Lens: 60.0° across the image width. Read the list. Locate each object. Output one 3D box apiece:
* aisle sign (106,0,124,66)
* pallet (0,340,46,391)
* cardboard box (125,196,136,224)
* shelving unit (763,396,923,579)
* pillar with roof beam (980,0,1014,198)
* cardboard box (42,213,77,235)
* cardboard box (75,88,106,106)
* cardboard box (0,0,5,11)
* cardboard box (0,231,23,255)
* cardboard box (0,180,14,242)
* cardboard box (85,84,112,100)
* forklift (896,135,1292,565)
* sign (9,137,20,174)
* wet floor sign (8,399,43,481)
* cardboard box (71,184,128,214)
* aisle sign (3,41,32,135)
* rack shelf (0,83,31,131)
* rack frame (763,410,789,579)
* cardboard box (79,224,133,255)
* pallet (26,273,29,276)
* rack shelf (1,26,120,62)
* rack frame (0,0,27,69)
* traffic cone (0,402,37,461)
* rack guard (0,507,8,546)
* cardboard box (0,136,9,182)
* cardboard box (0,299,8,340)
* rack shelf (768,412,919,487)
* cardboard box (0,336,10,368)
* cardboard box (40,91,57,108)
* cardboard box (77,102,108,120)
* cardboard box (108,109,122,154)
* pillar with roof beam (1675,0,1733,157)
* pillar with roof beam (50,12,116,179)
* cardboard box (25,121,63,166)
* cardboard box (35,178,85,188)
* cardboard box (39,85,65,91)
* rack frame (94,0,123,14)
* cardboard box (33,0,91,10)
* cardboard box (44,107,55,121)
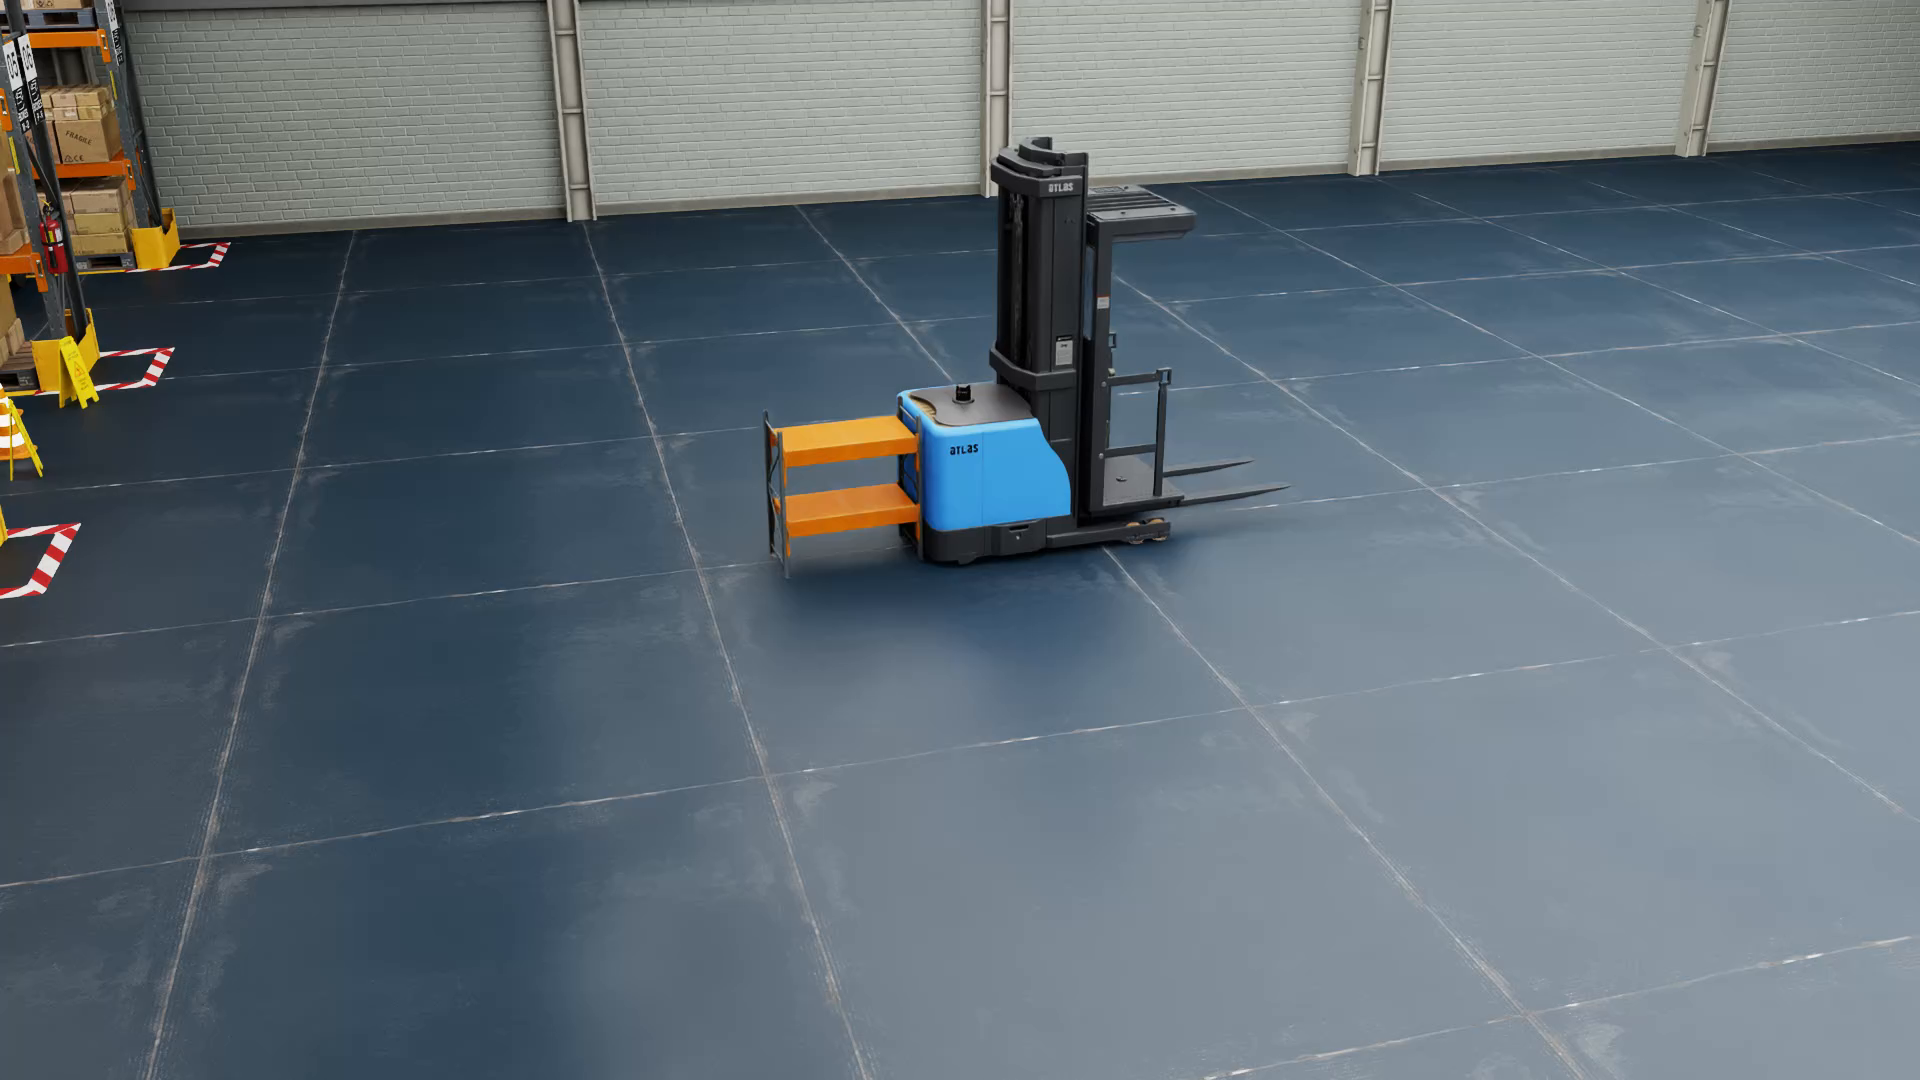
[{"bbox_3d":[-9.971,-6.022,19.613,0.004,0.787,0.394,-6,24,-14],"label":"aisle sign"},{"bbox_3d":[-9.634,-1.685,16.339,1.213,0.211,1.003,-6,24,-14],"label":"pallet"},{"bbox_3d":[-10.622,-4.119,20.797,0.500,0.250,0.500,-6,24,-13],"label":"cardboard box"},{"bbox_3d":[-0.850,-0.393,12.169,1.048,1.125,0.538,-8,24,-17],"label":"shelving unit"},{"bbox_3d":[1.690,-7.600,18.980,0.400,9.000,9.100,-6,24,-14],"label":"pillar with roof beam"},{"bbox_3d":[-10.983,-3.871,20.217,0.500,0.250,0.500,-7,24,-15],"label":"cardboard box"},{"bbox_3d":[-10.401,-5.294,19.887,0.250,0.149,0.380,-6,24,-14],"label":"cardboard box"},{"bbox_3d":[-11.073,-6.256,19.164,0.258,0.266,0.396,-6,24,-14],"label":"cardboard box"},{"bbox_3d":[-9.071,-2.811,15.745,0.250,0.149,0.380,-5,24,-13],"label":"cardboard box"},{"bbox_3d":[-9.217,-3.067,15.521,0.500,0.500,0.500,-7,24,-15],"label":"cardboard box"},{"bbox_3d":[-10.494,-5.457,20.268,0.250,0.149,0.380,-7,24,-15],"label":"cardboard box"},{"bbox_3d":[1.079,-1.501,12.461,3.031,2.935,1.130,-8,24,-17],"label":"forklift"},{"bbox_3d":[-8.638,-3.512,15.191,0.005,0.325,0.100,-6,24,-14],"label":"sign"},{"bbox_3d":[-7.841,-0.852,13.847,0.232,0.644,0.267,-11,25,-23],"label":"wet floor sign"},{"bbox_3d":[-10.472,-4.153,20.241,0.500,0.250,0.500,-5,24,-13],"label":"cardboard box"},{"bbox_3d":[-8.631,-4.138,15.224,0.004,0.787,0.394,-6,24,-14],"label":"aisle sign"},{"bbox_3d":[-10.694,-3.882,15.032,4.000,0.370,1.077,-6,24,-14],"label":"rack shelf"},{"bbox_3d":[-1.331,-0.328,12.018,0.032,1.125,0.500,-8,24,-17],"label":"rack frame"},{"bbox_3d":[-10.480,-3.691,20.432,0.500,0.250,0.500,-6,24,-14],"label":"cardboard box"},{"bbox_3d":[-12.011,-3.424,20.392,1.213,0.211,1.003,-6,24,-14],"label":"pallet"},{"bbox_3d":[-12.039,-5.766,19.423,4.000,0.370,1.077,-6,24,-14],"label":"rack shelf"},{"bbox_3d":[-8.769,-5.804,14.795,0.127,3.000,1.000,-6,24,-14],"label":"rack frame"},{"bbox_3d":[-8.207,-0.961,14.332,0.334,0.463,0.336,-6,24,-14],"label":"traffic cone"},{"bbox_3d":[-7.311,-0.033,12.122,0.348,0.500,1.175,-6,24,-14],"label":"rack guard"},{"bbox_3d":[-9.202,-3.552,15.382,0.500,0.500,0.700,-7,24,-16],"label":"cardboard box"},{"bbox_3d":[-9.470,-2.137,15.860,0.500,0.500,0.500,-6,24,-14],"label":"cardboard box"},{"bbox_3d":[-0.850,-0.662,12.054,1.000,0.278,0.538,-8,24,-17],"label":"rack shelf"},{"bbox_3d":[-9.497,-1.786,15.993,0.500,0.250,0.500,-6,24,-15],"label":"cardboard box"},{"bbox_3d":[-10.875,-5.218,19.710,0.250,0.149,0.380,-6,24,-13],"label":"cardboard box"},{"bbox_3d":[-10.371,-5.132,19.887,0.250,0.149,0.380,-6,24,-14],"label":"cardboard box"},{"bbox_3d":[-10.665,-5.030,20.472,0.500,0.500,0.500,-6,24,-13],"label":"cardboard box"},{"bbox_3d":[13.244,-8.878,21.959,0.400,9.000,9.100,-6,24,-14],"label":"pillar with roof beam"},{"bbox_3d":[-9.864,-6.322,16.002,0.400,9.000,9.100,-6,24,-14],"label":"pillar with roof beam"},{"bbox_3d":[-11.018,-4.773,19.874,0.500,0.500,0.500,-6,24,-13],"label":"cardboard box"},{"bbox_3d":[-11.107,-4.286,20.552,0.500,0.250,0.500,-6,24,-14],"label":"cardboard box"},{"bbox_3d":[-11.006,-5.409,20.155,0.250,0.149,0.380,-6,24,-13],"label":"cardboard box"},{"bbox_3d":[-10.113,-7.688,19.186,0.127,3.000,1.000,-6,24,-14],"label":"rack frame"},{"bbox_3d":[-10.474,-6.455,19.330,0.500,0.500,0.500,-6,24,-13],"label":"cardboard box"},{"bbox_3d":[-10.876,-5.089,19.787,0.250,0.149,0.380,-6,24,-13],"label":"cardboard box"}]
